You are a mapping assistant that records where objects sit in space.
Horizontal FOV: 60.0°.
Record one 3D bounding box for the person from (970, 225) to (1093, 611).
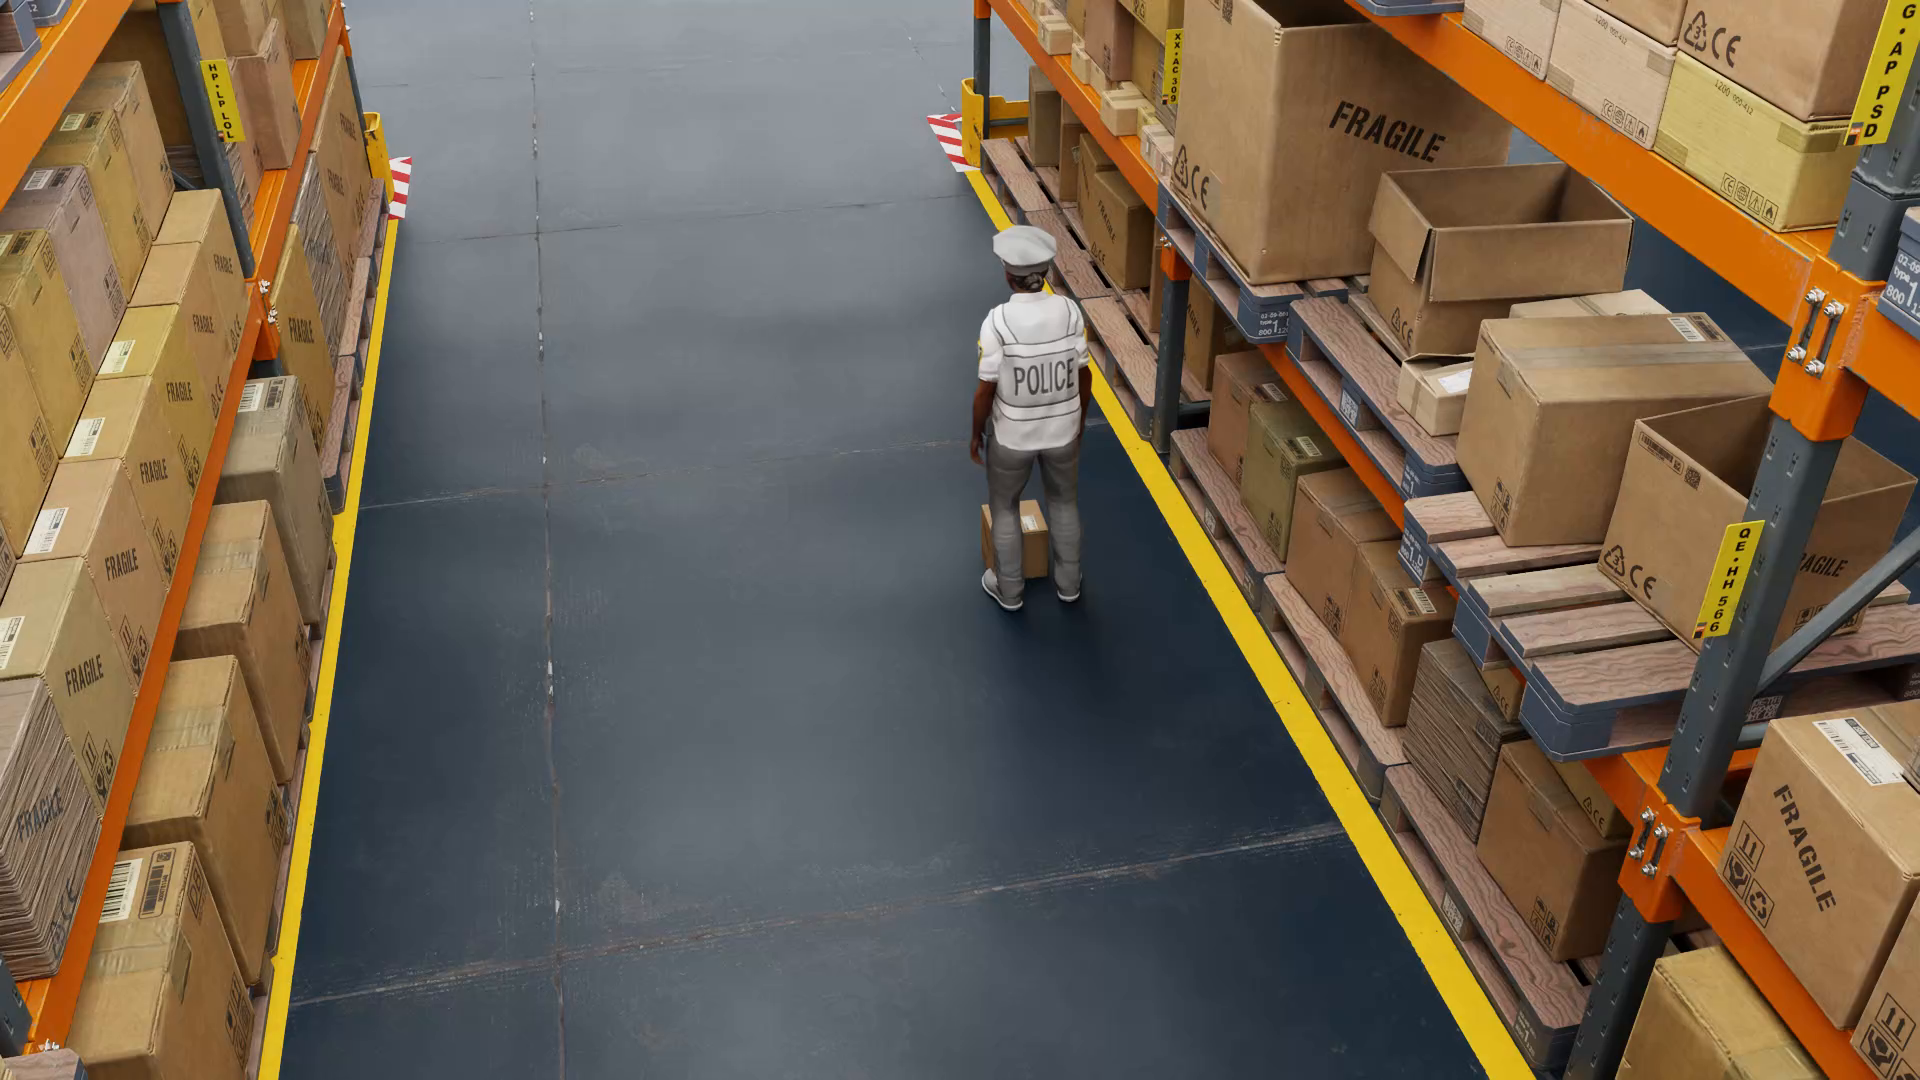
[{"bbox_3d":[0.291,-0.469,6.824,0.530,1.661,0.319,-9,36,-13],"label":"person"}]
